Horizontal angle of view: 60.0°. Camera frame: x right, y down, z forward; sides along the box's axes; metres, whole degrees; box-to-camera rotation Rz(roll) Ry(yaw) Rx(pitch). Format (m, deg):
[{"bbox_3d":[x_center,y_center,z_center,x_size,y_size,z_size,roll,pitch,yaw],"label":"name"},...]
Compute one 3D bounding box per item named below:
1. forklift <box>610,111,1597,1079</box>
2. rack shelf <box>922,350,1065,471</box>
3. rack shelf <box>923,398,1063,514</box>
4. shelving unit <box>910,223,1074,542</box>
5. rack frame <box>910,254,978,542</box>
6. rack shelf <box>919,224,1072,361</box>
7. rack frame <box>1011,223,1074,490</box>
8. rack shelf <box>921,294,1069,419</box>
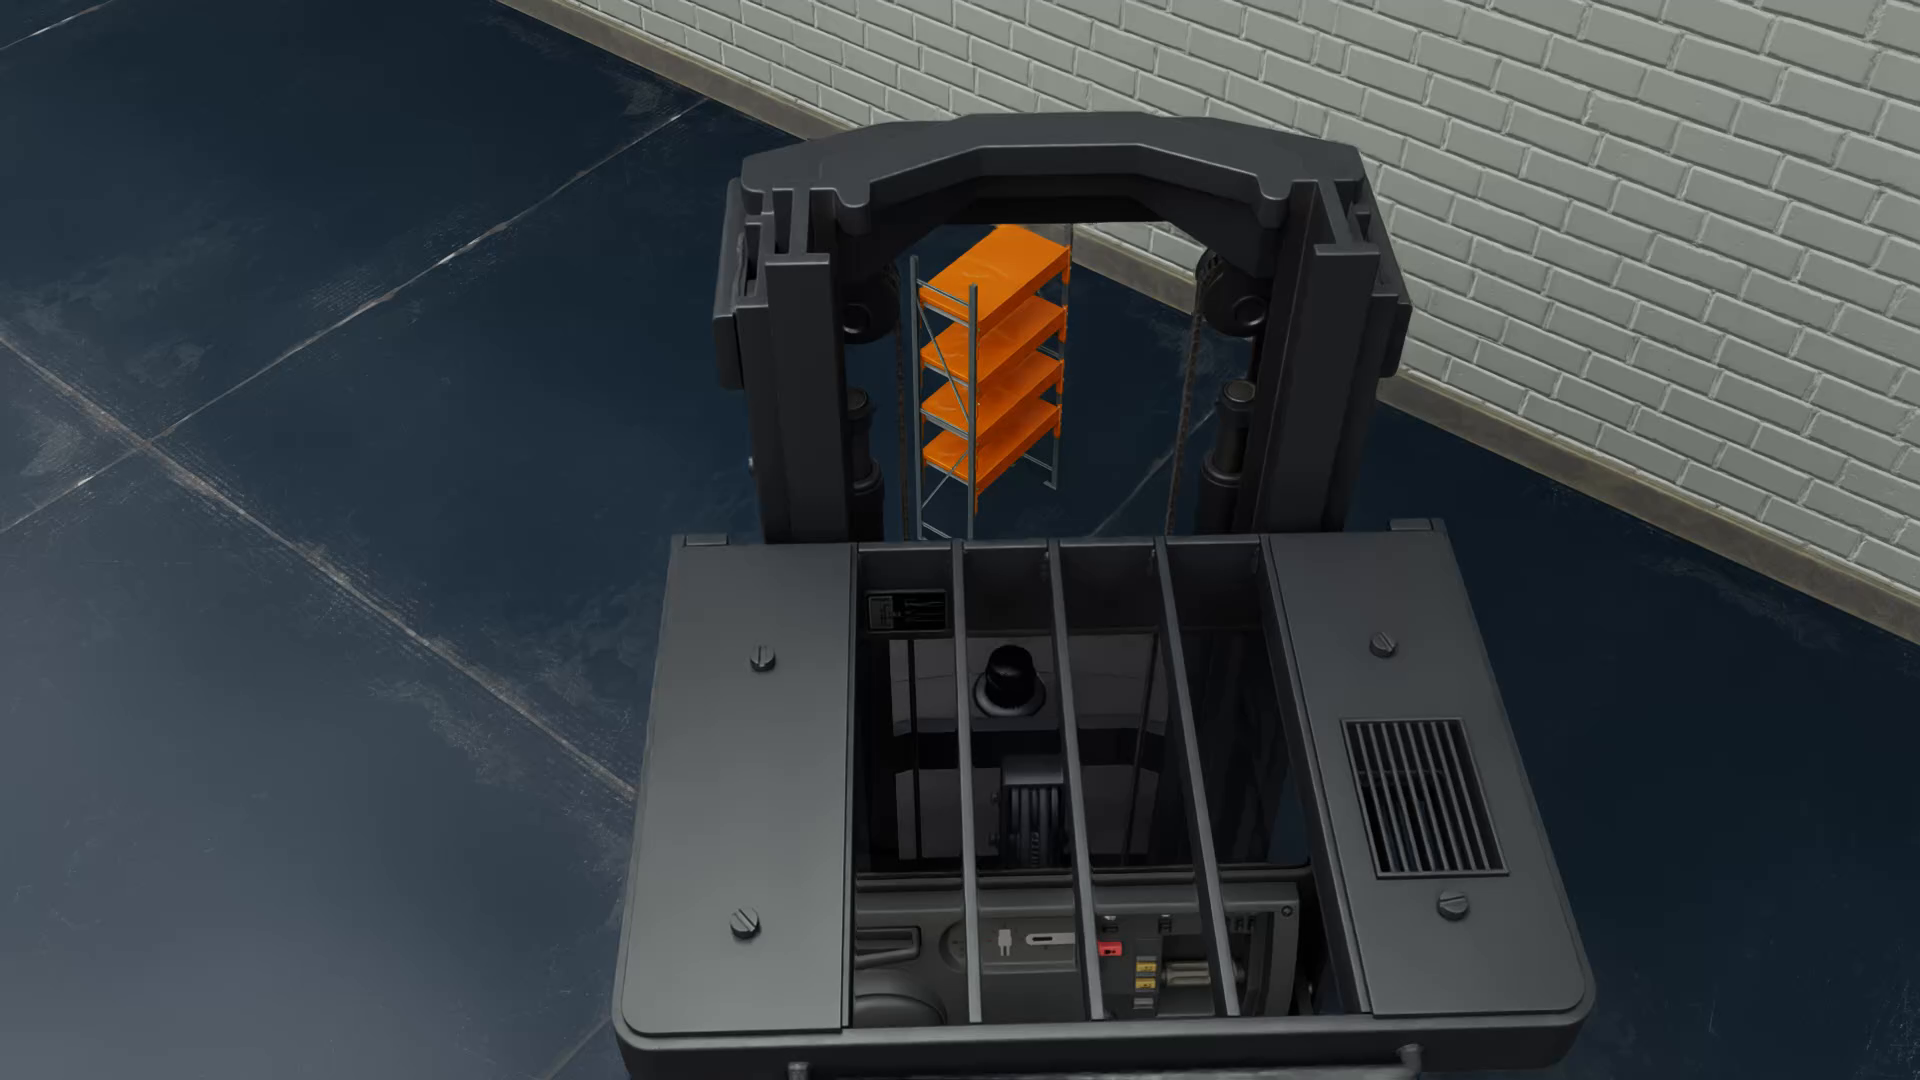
[{"bbox_3d":[0.149,0.911,2.853,1.130,2.935,3.031,-1,46,-1],"label":"forklift"},{"bbox_3d":[0.101,-0.463,5.455,0.258,0.148,0.480,29,53,25],"label":"rack shelf"},{"bbox_3d":[0.101,-0.326,5.599,0.258,0.148,0.480,29,53,25],"label":"rack shelf"},{"bbox_3d":[0.101,-0.509,5.407,0.258,1.200,0.503,29,53,25],"label":"shelving unit"},{"bbox_3d":[-0.048,-0.370,5.273,0.240,1.200,0.015,29,53,25],"label":"rack frame"},{"bbox_3d":[0.101,-0.781,5.122,0.258,0.148,0.480,29,53,25],"label":"rack shelf"},{"bbox_3d":[0.250,-0.649,5.540,0.240,1.200,0.015,29,53,25],"label":"rack frame"},{"bbox_3d":[0.101,-0.617,5.294,0.258,0.148,0.480,29,53,25],"label":"rack shelf"}]
